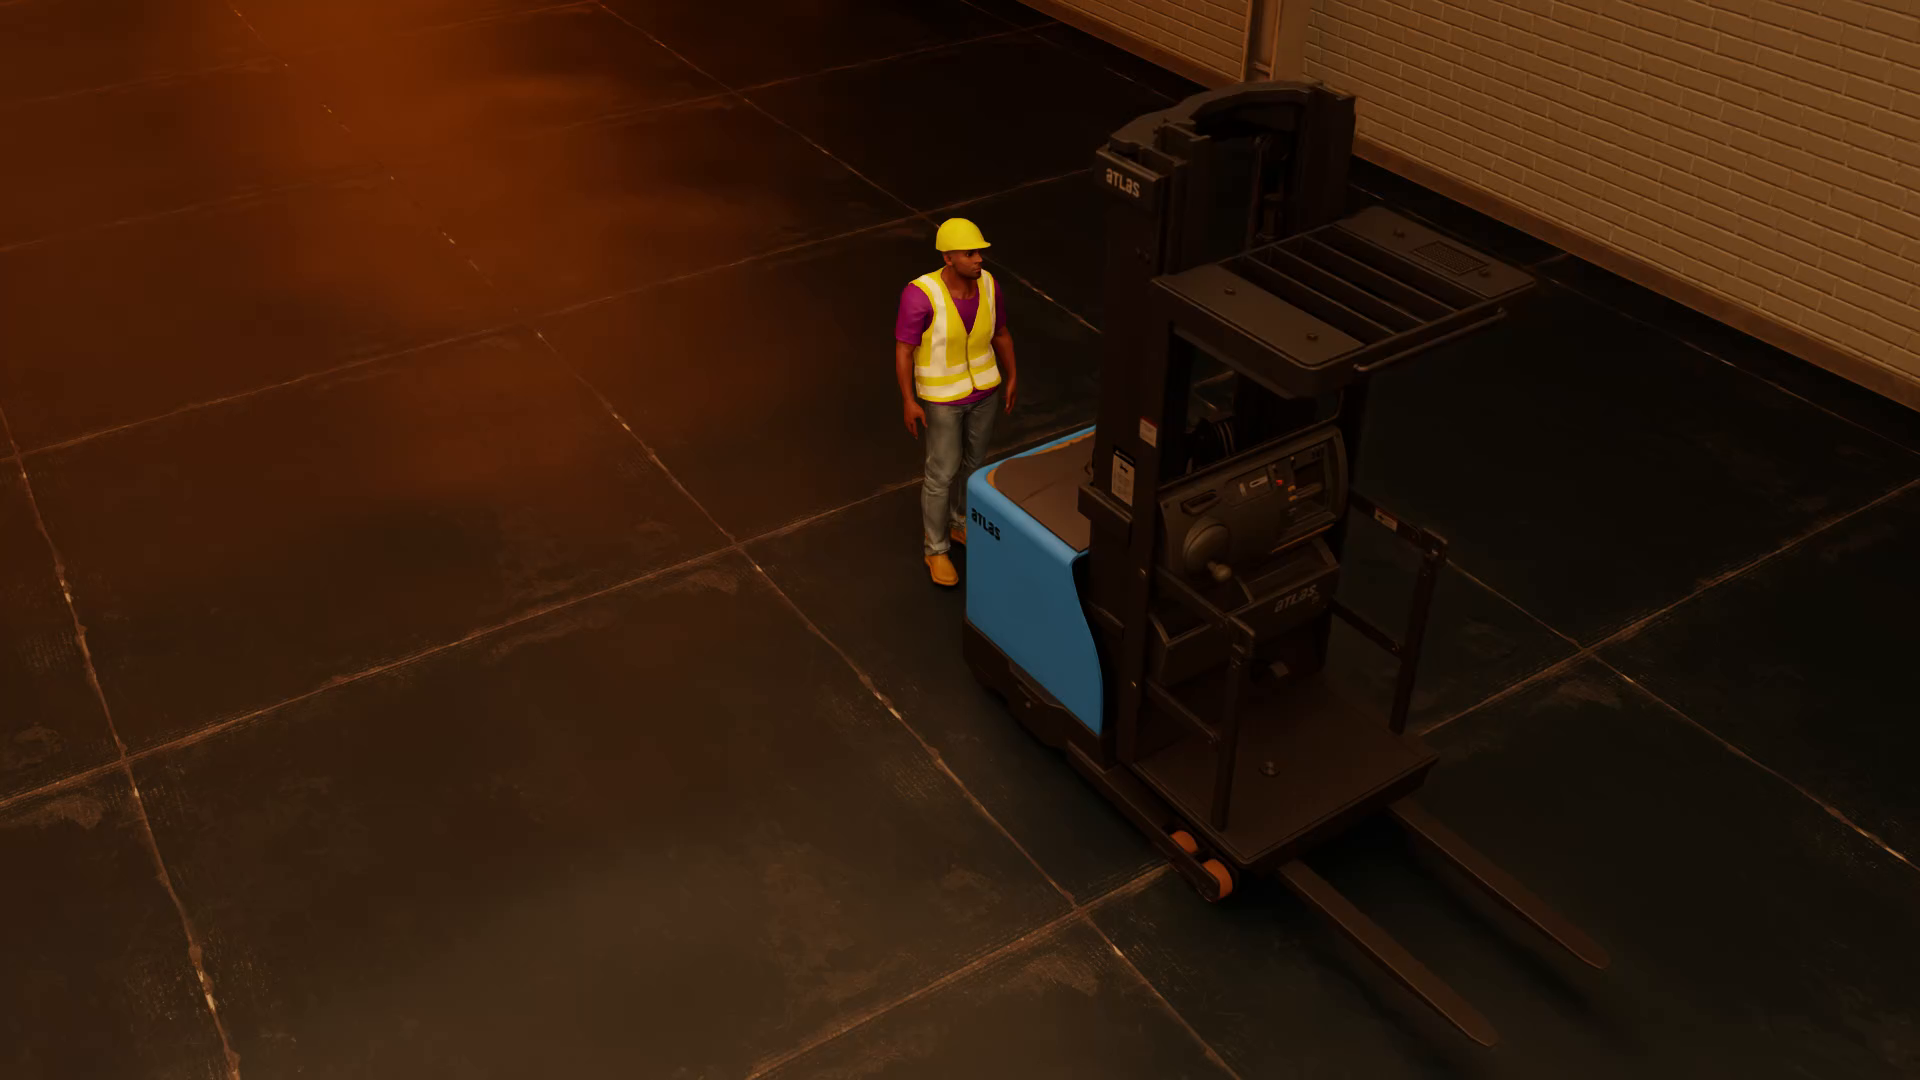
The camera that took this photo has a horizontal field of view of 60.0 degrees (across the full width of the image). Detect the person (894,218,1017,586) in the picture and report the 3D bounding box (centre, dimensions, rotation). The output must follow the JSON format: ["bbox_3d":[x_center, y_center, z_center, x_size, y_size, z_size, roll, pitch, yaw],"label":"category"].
[{"bbox_3d":[0.034,-0.693,8.135,0.666,1.768,0.575,-21,40,-27],"label":"person"}]

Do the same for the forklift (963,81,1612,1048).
[{"bbox_3d":[1.261,-0.074,6.252,1.130,2.935,3.031,-22,40,-28],"label":"forklift"}]
